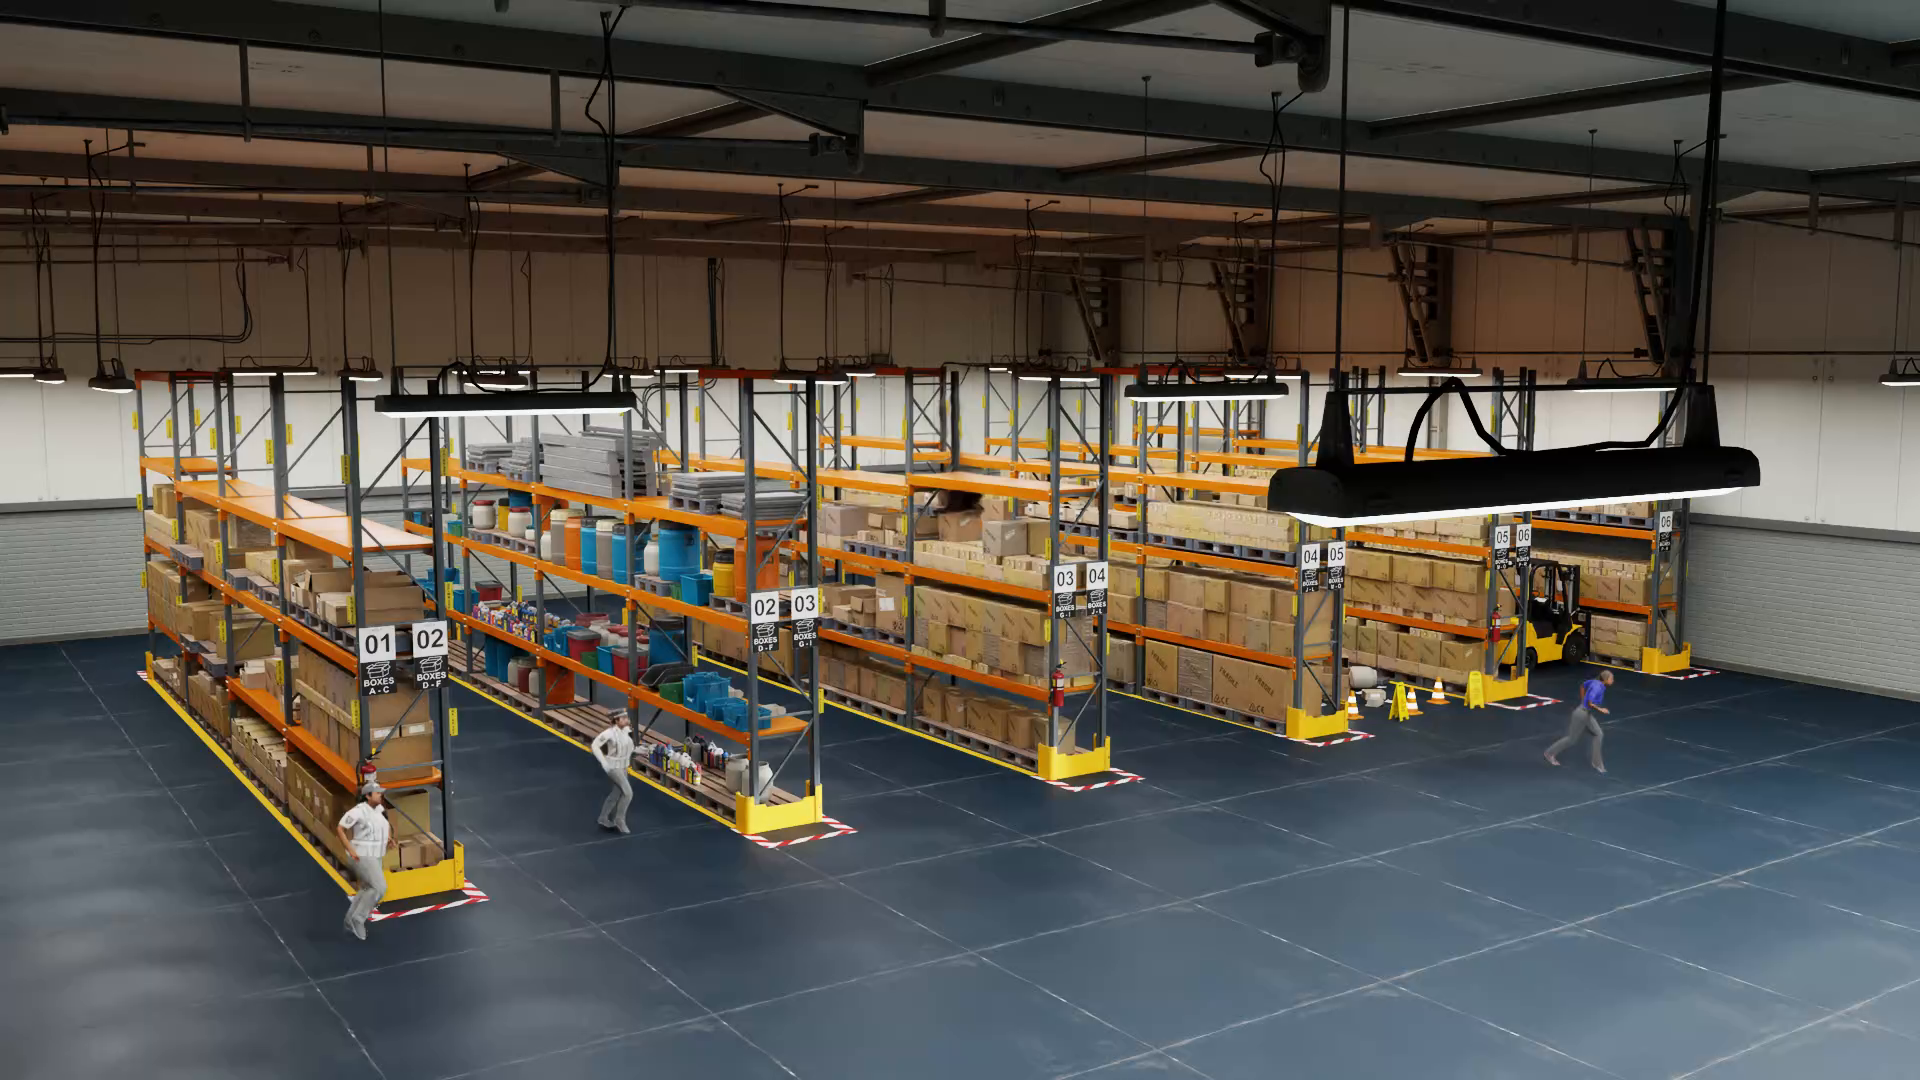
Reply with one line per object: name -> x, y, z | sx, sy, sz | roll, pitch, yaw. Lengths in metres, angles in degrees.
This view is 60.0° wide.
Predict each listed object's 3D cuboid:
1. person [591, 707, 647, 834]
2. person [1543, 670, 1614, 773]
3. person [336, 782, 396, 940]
person -> -4.505, 3.042, 21.919 | 0.757, 1.721, 0.613 | 3, 7, 25
person -> 9.369, 2.739, 25.224 | 0.967, 1.611, 0.617 | 2, 7, 18
person -> -6.460, 3.483, 18.194 | 0.588, 1.646, 0.657 | 1, 7, 10
